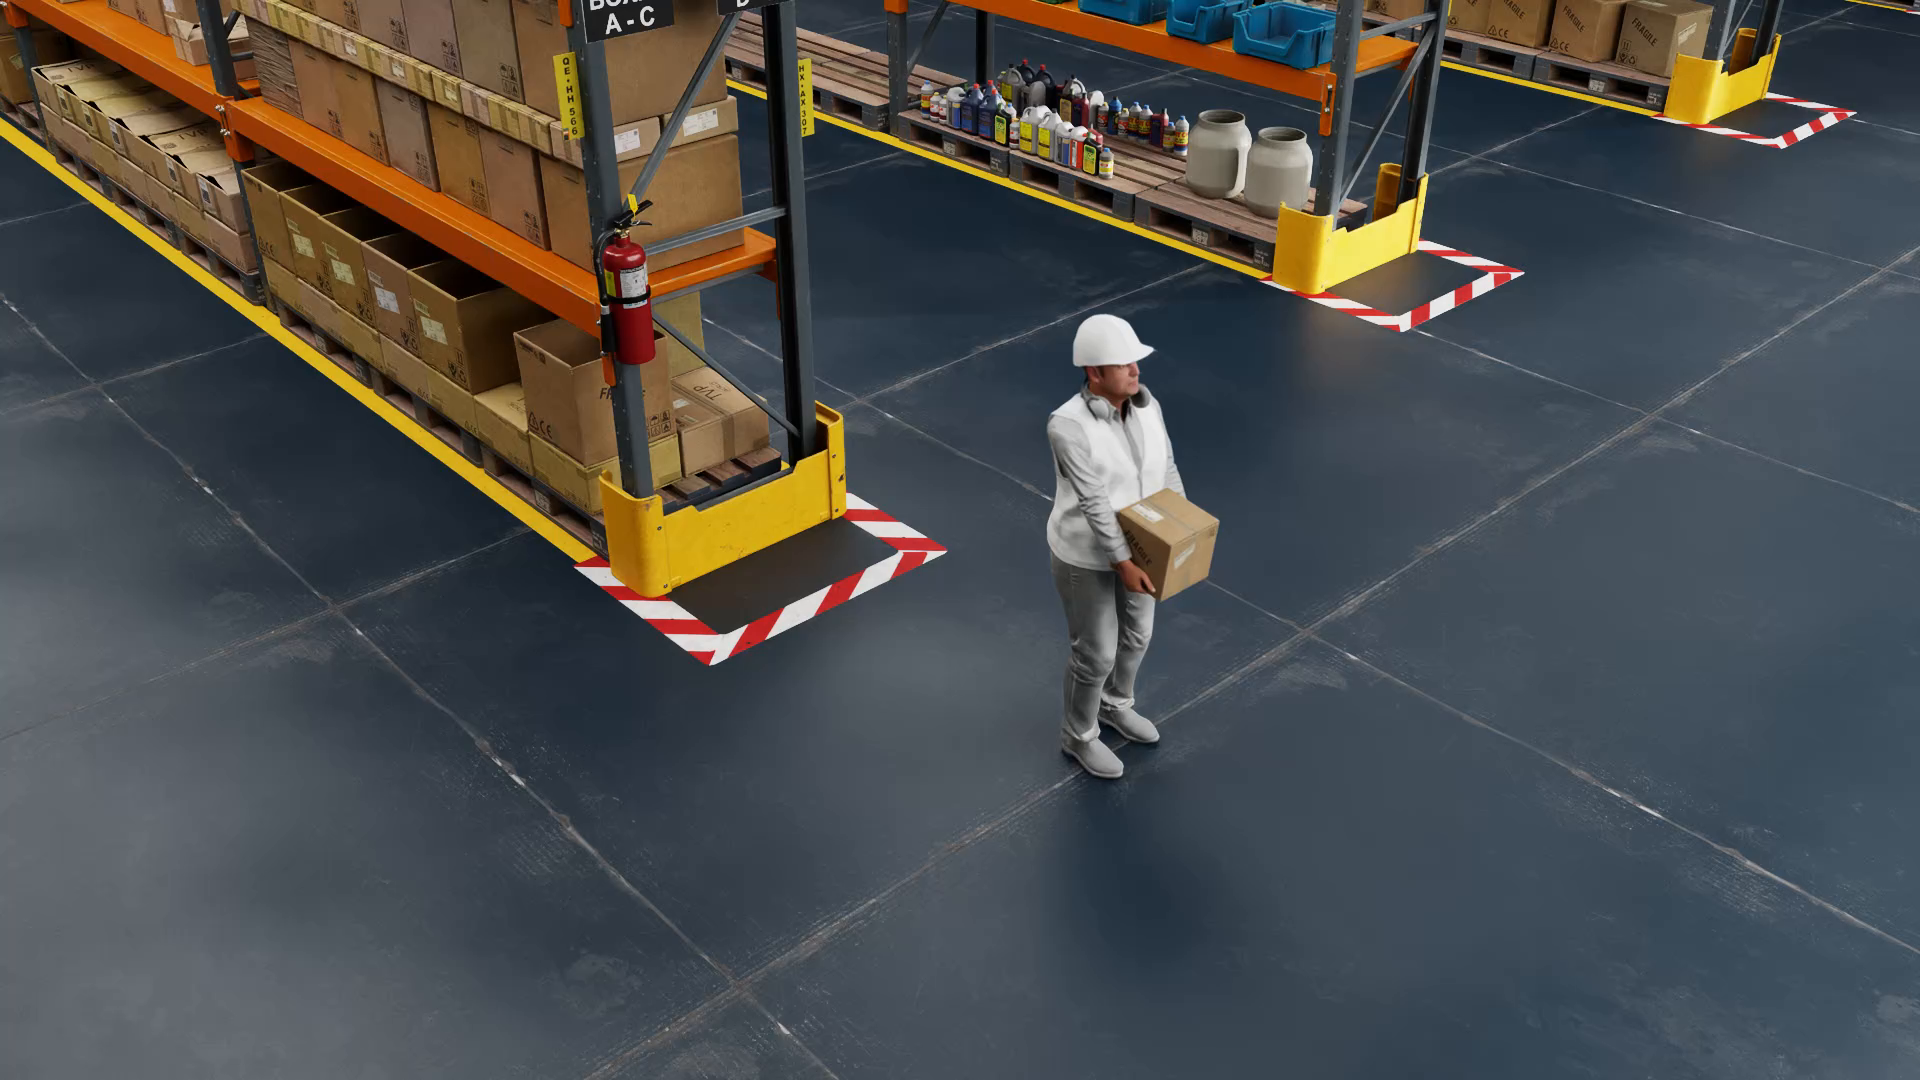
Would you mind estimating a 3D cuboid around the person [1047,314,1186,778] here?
[{"bbox_3d":[0.606,0.052,6.034,0.494,1.762,0.550,-25,39,-34],"label":"person"}]
